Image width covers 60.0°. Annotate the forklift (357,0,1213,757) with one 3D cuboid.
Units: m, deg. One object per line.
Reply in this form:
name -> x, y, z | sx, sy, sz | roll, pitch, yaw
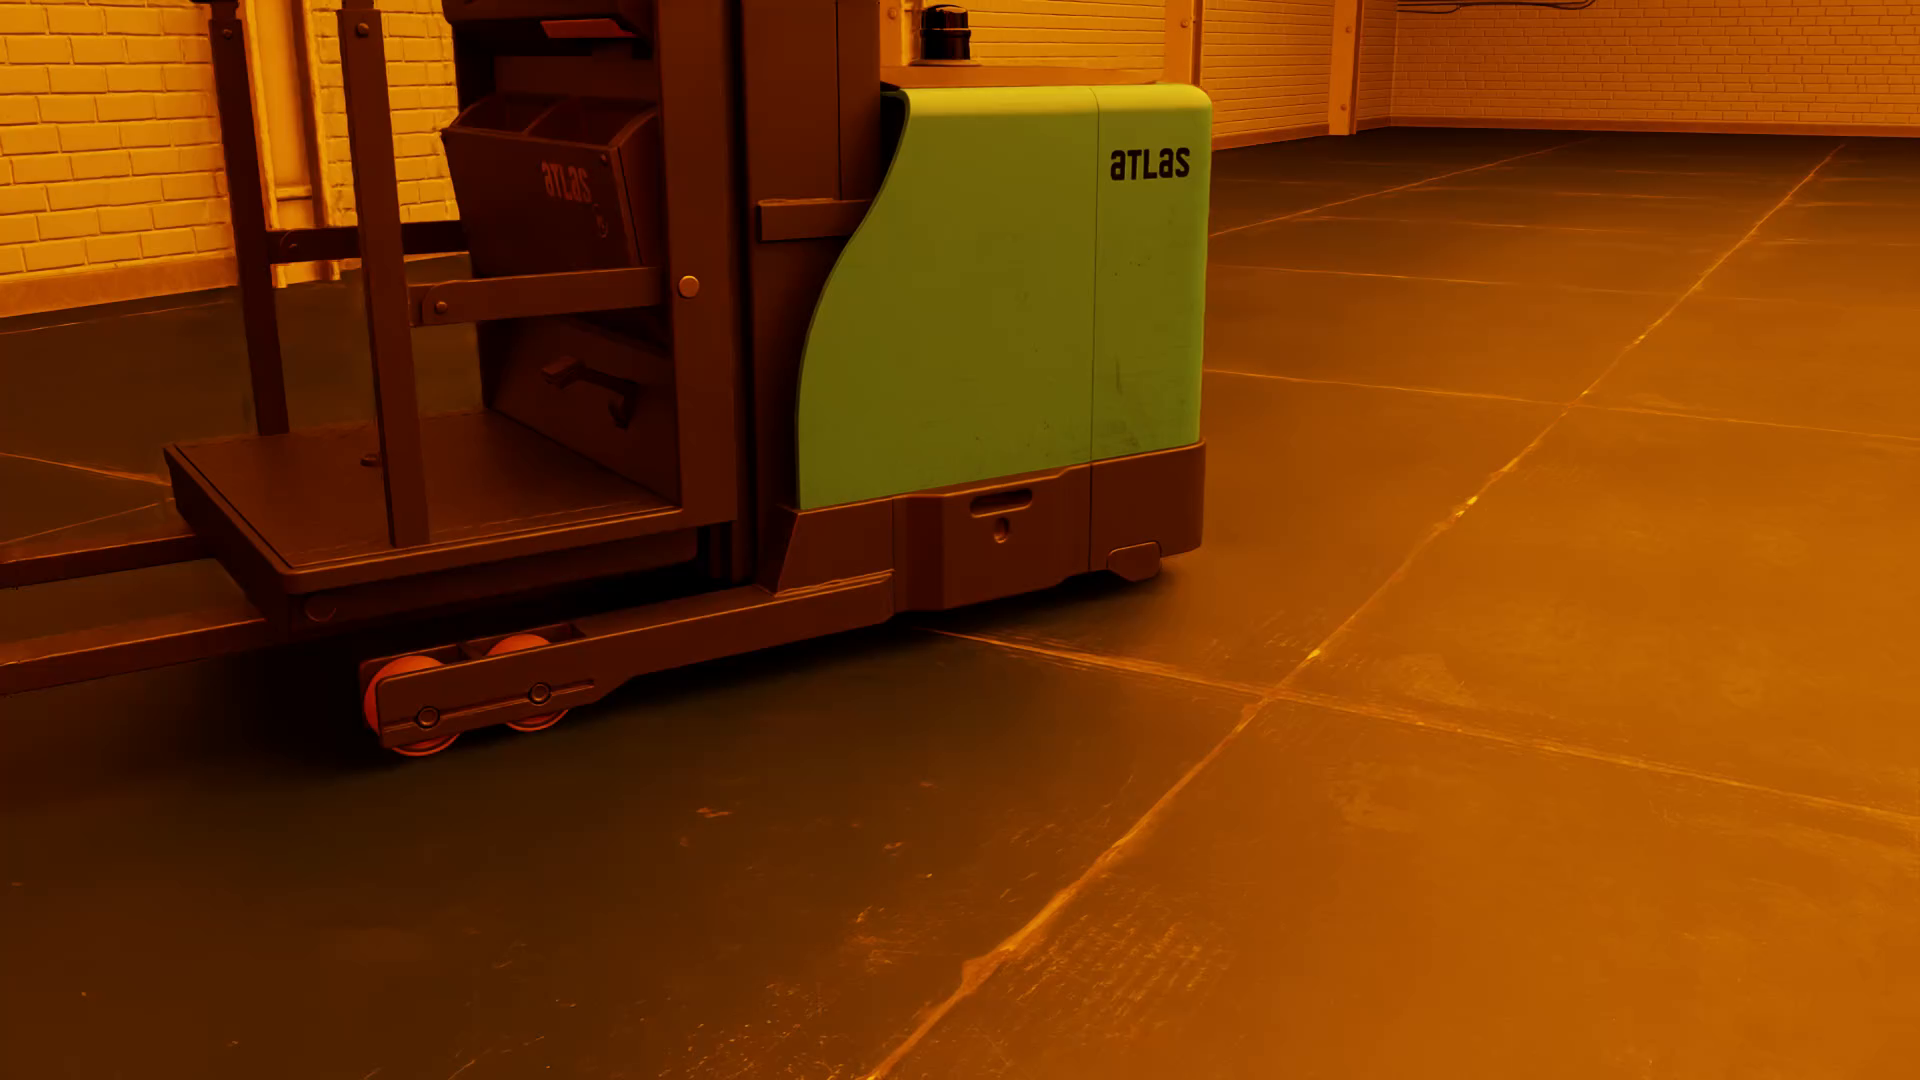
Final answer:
forklift -> -0.961, -1.211, 2.964 | 3.031, 2.935, 1.130 | -11, 20, -32
